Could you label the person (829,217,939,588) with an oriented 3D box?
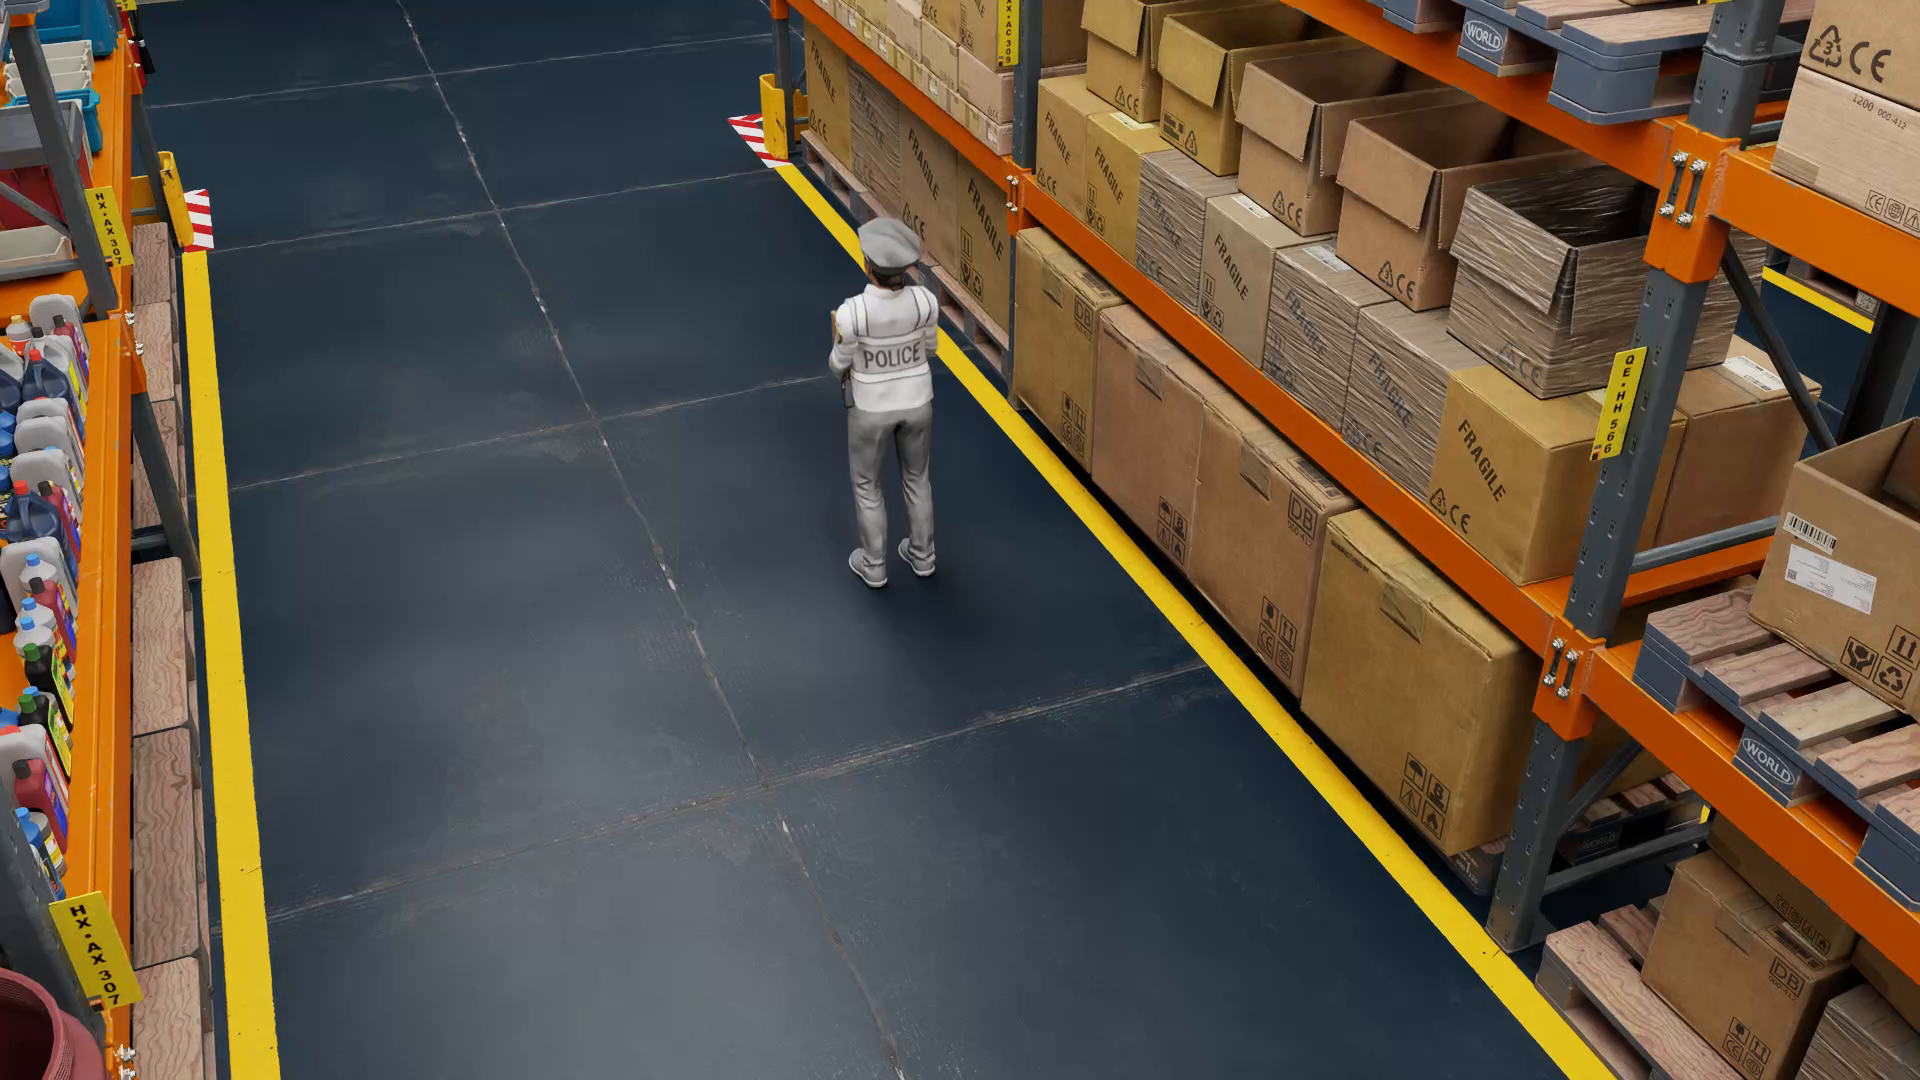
[{"bbox_3d":[-0.319,-0.598,7.019,0.459,1.686,0.558,-12,35,-17],"label":"person"}]
